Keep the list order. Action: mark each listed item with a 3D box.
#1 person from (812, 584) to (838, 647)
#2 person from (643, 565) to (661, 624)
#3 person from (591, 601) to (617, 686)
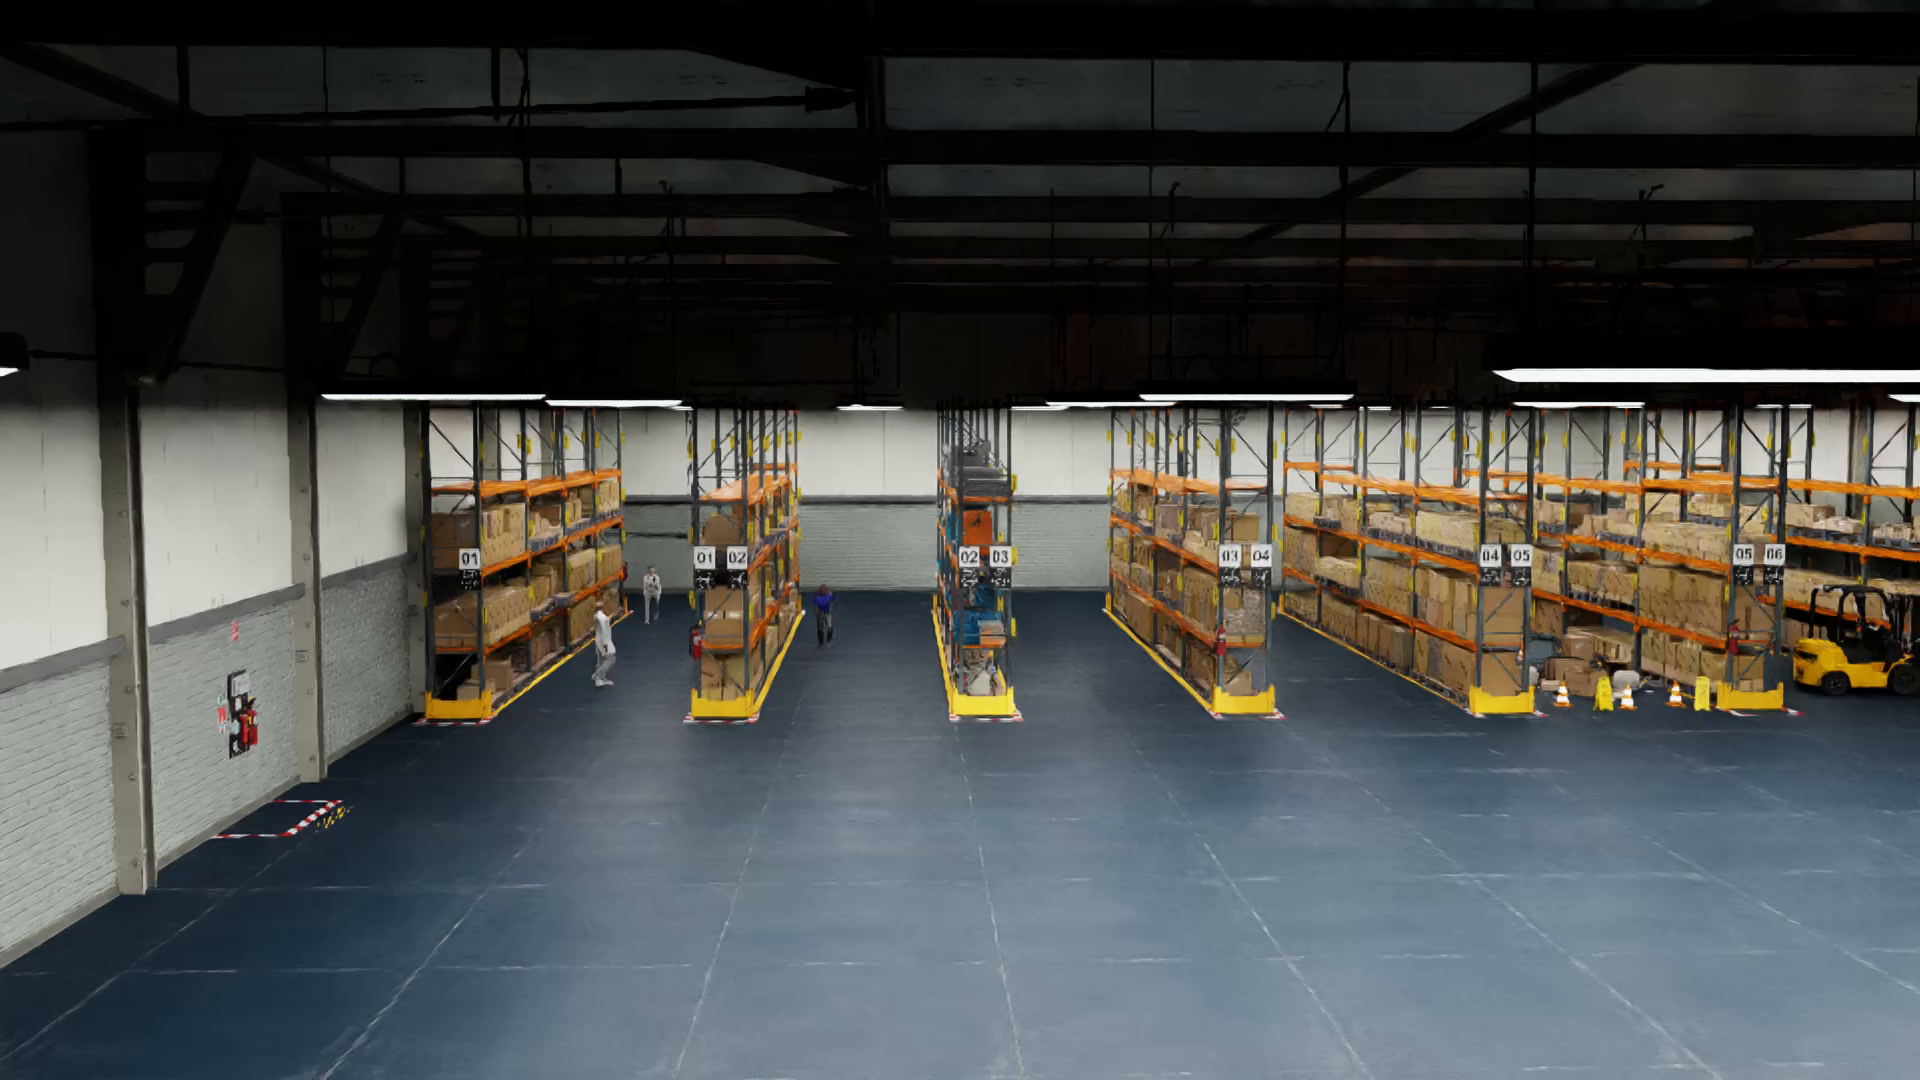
[{"bbox_3d":[-3.271,1.836,40.208,0.584,1.580,0.782,0,4,3],"label":"person"},{"bbox_3d":[-8.297,1.449,44.833,0.488,1.587,1.089,0,4,-4],"label":"person"},{"bbox_3d":[-7.447,2.194,34.659,0.497,1.705,0.635,-3,5,-30],"label":"person"}]
